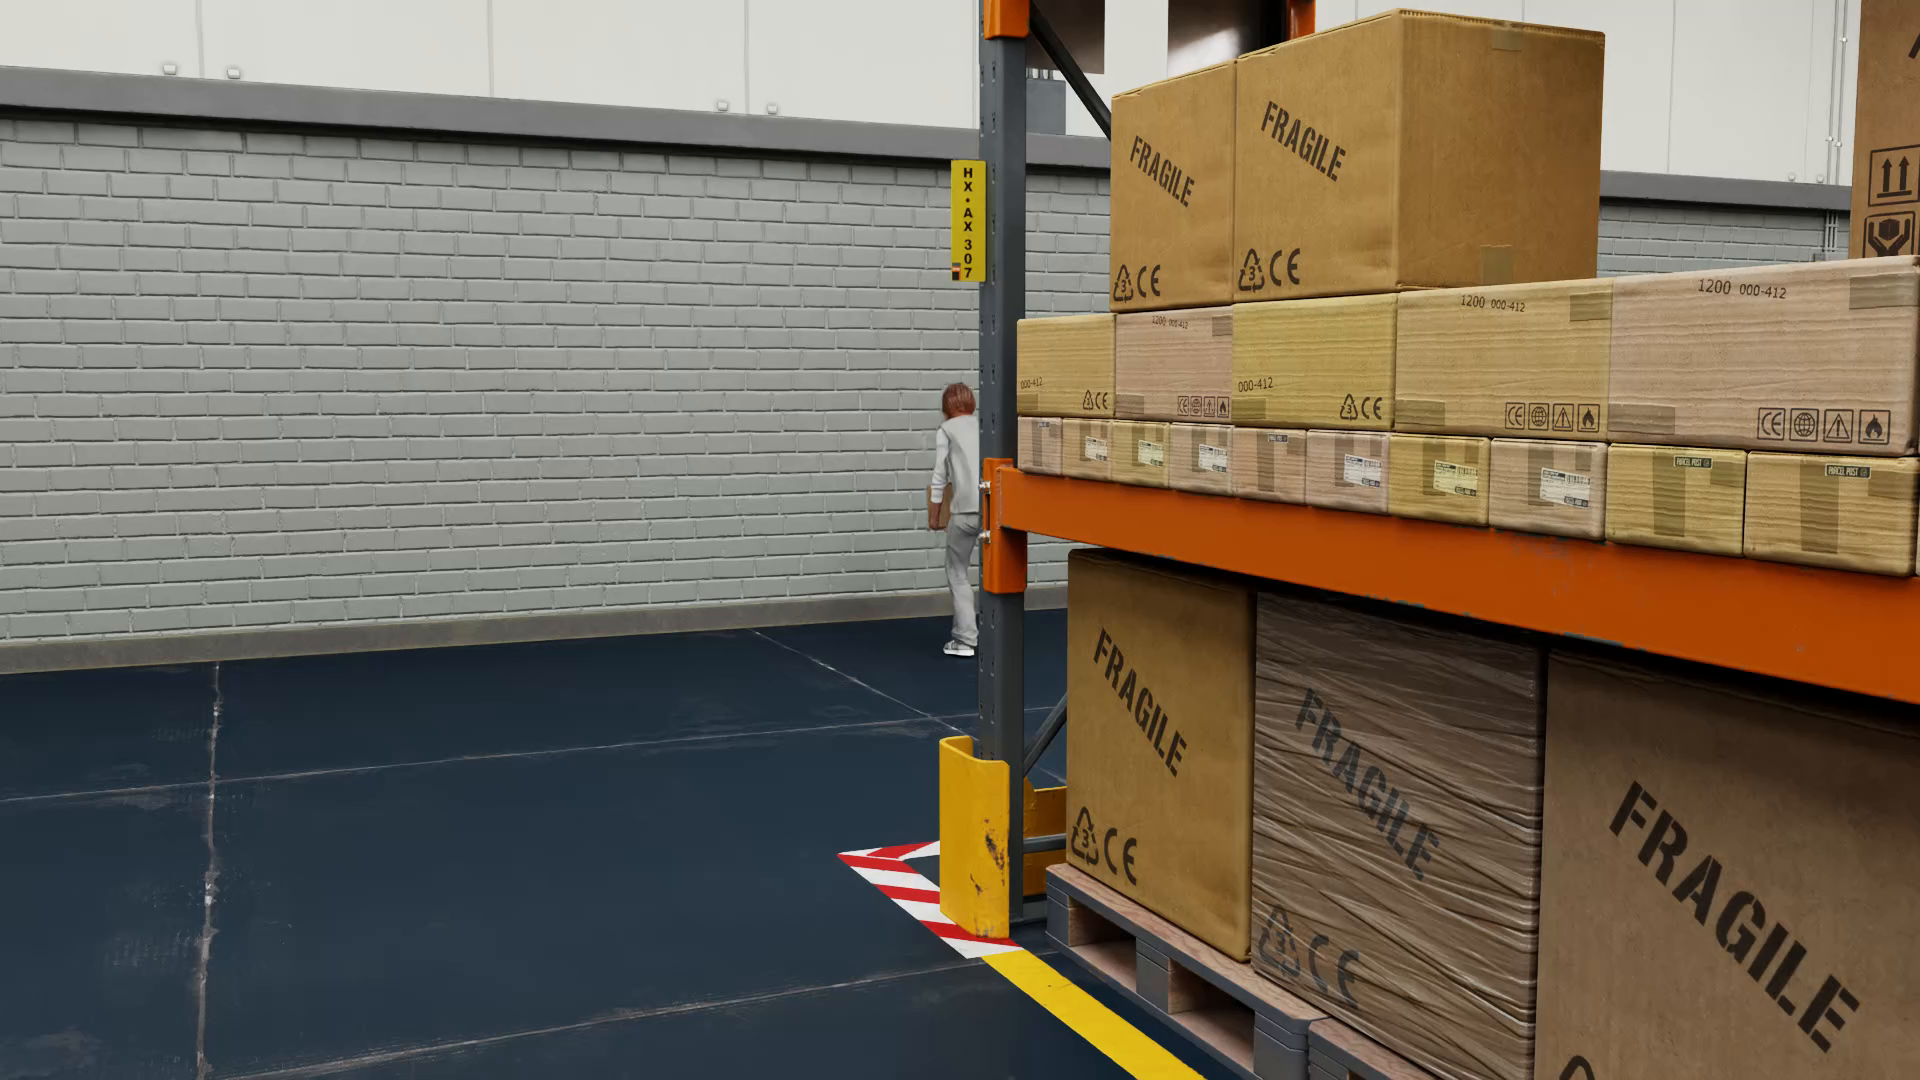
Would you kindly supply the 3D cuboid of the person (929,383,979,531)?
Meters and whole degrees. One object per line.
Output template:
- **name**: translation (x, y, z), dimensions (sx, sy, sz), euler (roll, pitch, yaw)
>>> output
- **person**: translation (0.059, -0.451, 9.302), dimensions (0.370, 0.836, 0.560), euler (-3, 6, -25)
